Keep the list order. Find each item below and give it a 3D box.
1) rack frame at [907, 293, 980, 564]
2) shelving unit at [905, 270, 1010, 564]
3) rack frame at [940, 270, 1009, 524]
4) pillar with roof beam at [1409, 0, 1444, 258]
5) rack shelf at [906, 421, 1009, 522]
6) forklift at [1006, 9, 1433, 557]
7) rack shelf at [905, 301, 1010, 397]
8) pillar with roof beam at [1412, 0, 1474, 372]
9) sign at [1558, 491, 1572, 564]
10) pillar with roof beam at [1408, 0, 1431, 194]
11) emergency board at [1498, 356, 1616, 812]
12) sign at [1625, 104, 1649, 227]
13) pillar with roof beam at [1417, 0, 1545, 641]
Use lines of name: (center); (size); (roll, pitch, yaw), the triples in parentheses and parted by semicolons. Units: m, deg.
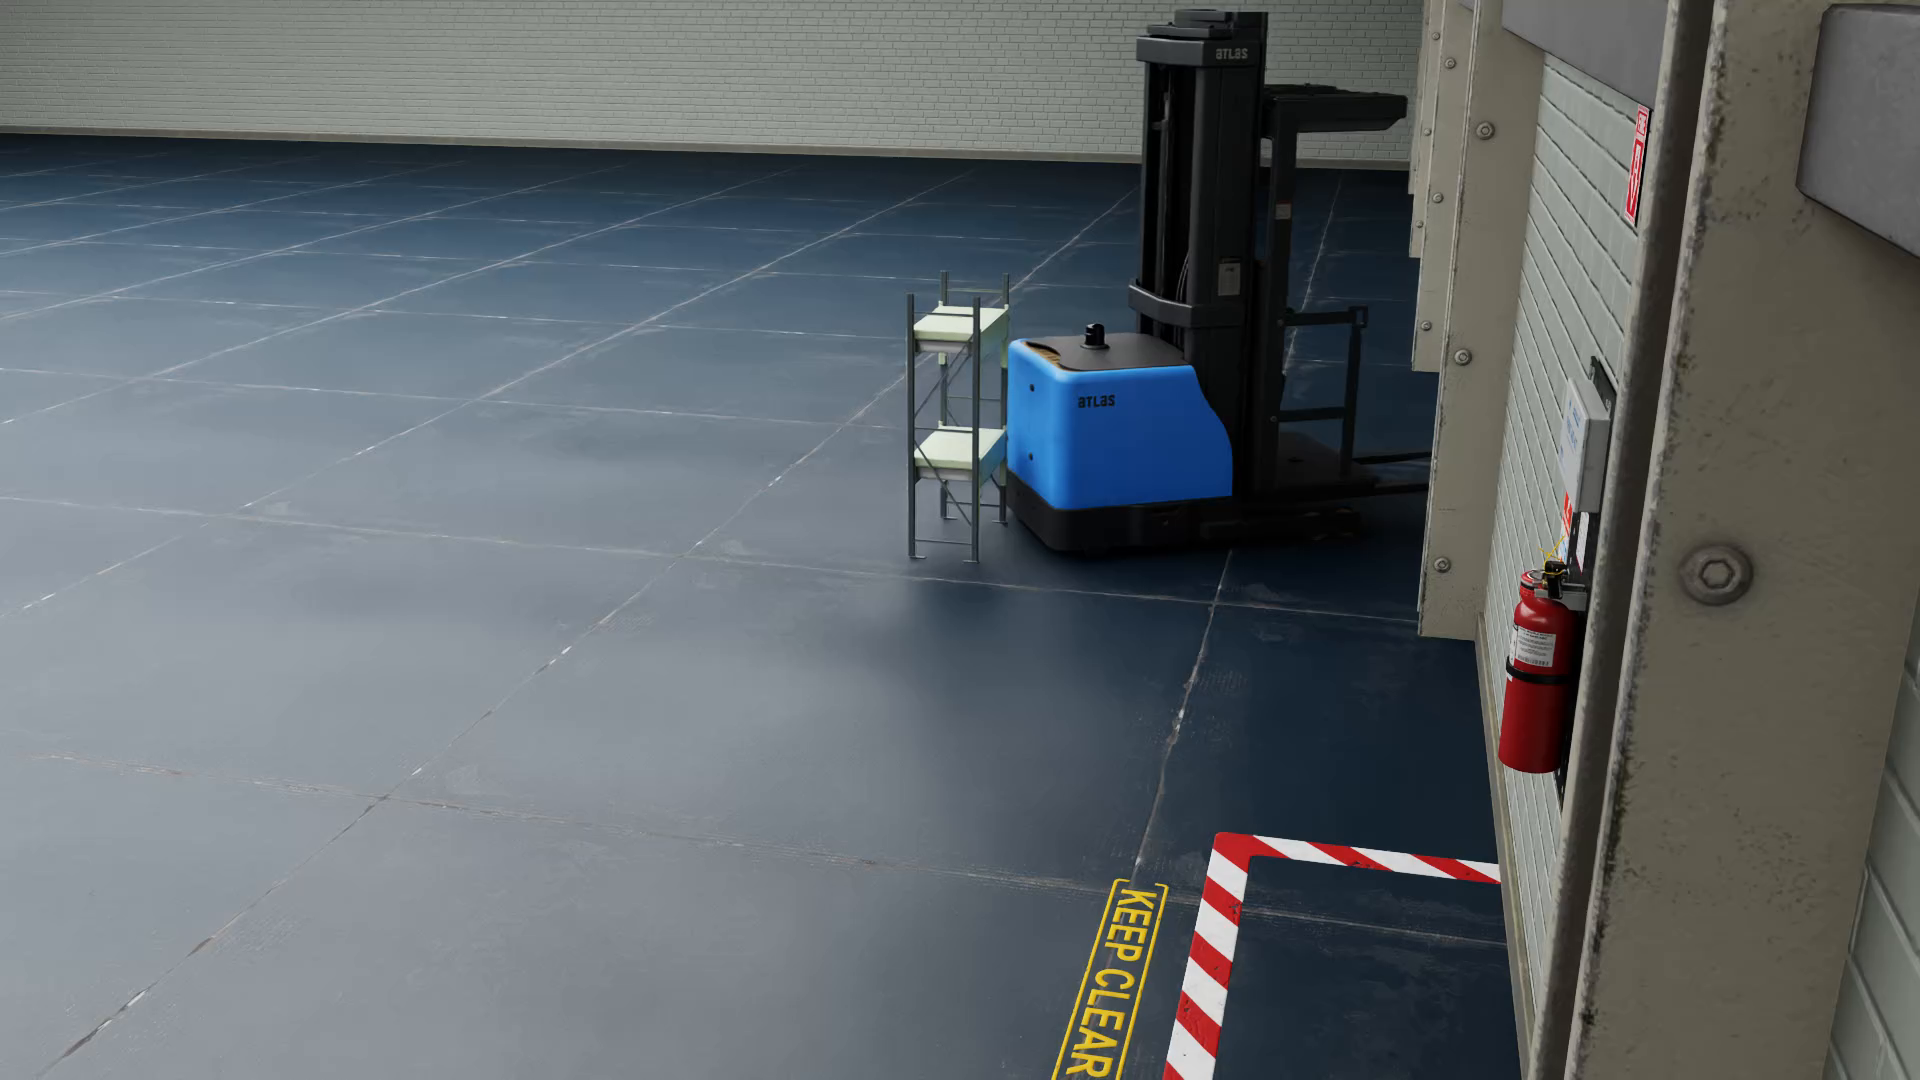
rack frame: (-0.092, -0.596, 9.110); (0.400, 1.500, 0.023); (5, 19, 13)
shelving unit: (-0.006, -0.711, 9.447); (0.431, 1.500, 0.755); (5, 19, 13)
rack frame: (0.080, -0.826, 9.784); (0.400, 1.500, 0.023); (5, 19, 13)
pillar with roof beam: (1.240, -7.933, 18.992); (9.100, 9.000, 0.400); (5, 19, 13)
rack shelf: (-0.007, -0.403, 9.553); (0.431, 0.370, 0.720); (5, 19, 13)
forklift: (1.844, -1.543, 9.670); (3.031, 2.935, 1.130); (-5, 20, -15)
rack shelf: (-0.004, -1.081, 9.321); (0.431, 0.370, 0.720); (5, 19, 13)
pillar with roof beam: (-0.226, -6.053, 13.486); (9.100, 9.000, 0.400); (5, 19, 13)
sign: (1.893, -0.066, 5.185); (0.001, 0.329, 0.234); (5, 19, 13)
pillar with roof beam: (2.706, -9.814, 24.497); (9.100, 9.000, 0.400); (5, 19, 13)
emergency board: (1.658, 0.116, 4.707); (0.194, 1.169, 0.643); (5, 19, 13)
sign: (1.756, -0.976, 4.317); (0.001, 0.298, 0.199); (5, 19, 13)
pillar with roof beam: (-1.692, -4.172, 7.980); (9.100, 9.000, 0.400); (5, 19, 13)
